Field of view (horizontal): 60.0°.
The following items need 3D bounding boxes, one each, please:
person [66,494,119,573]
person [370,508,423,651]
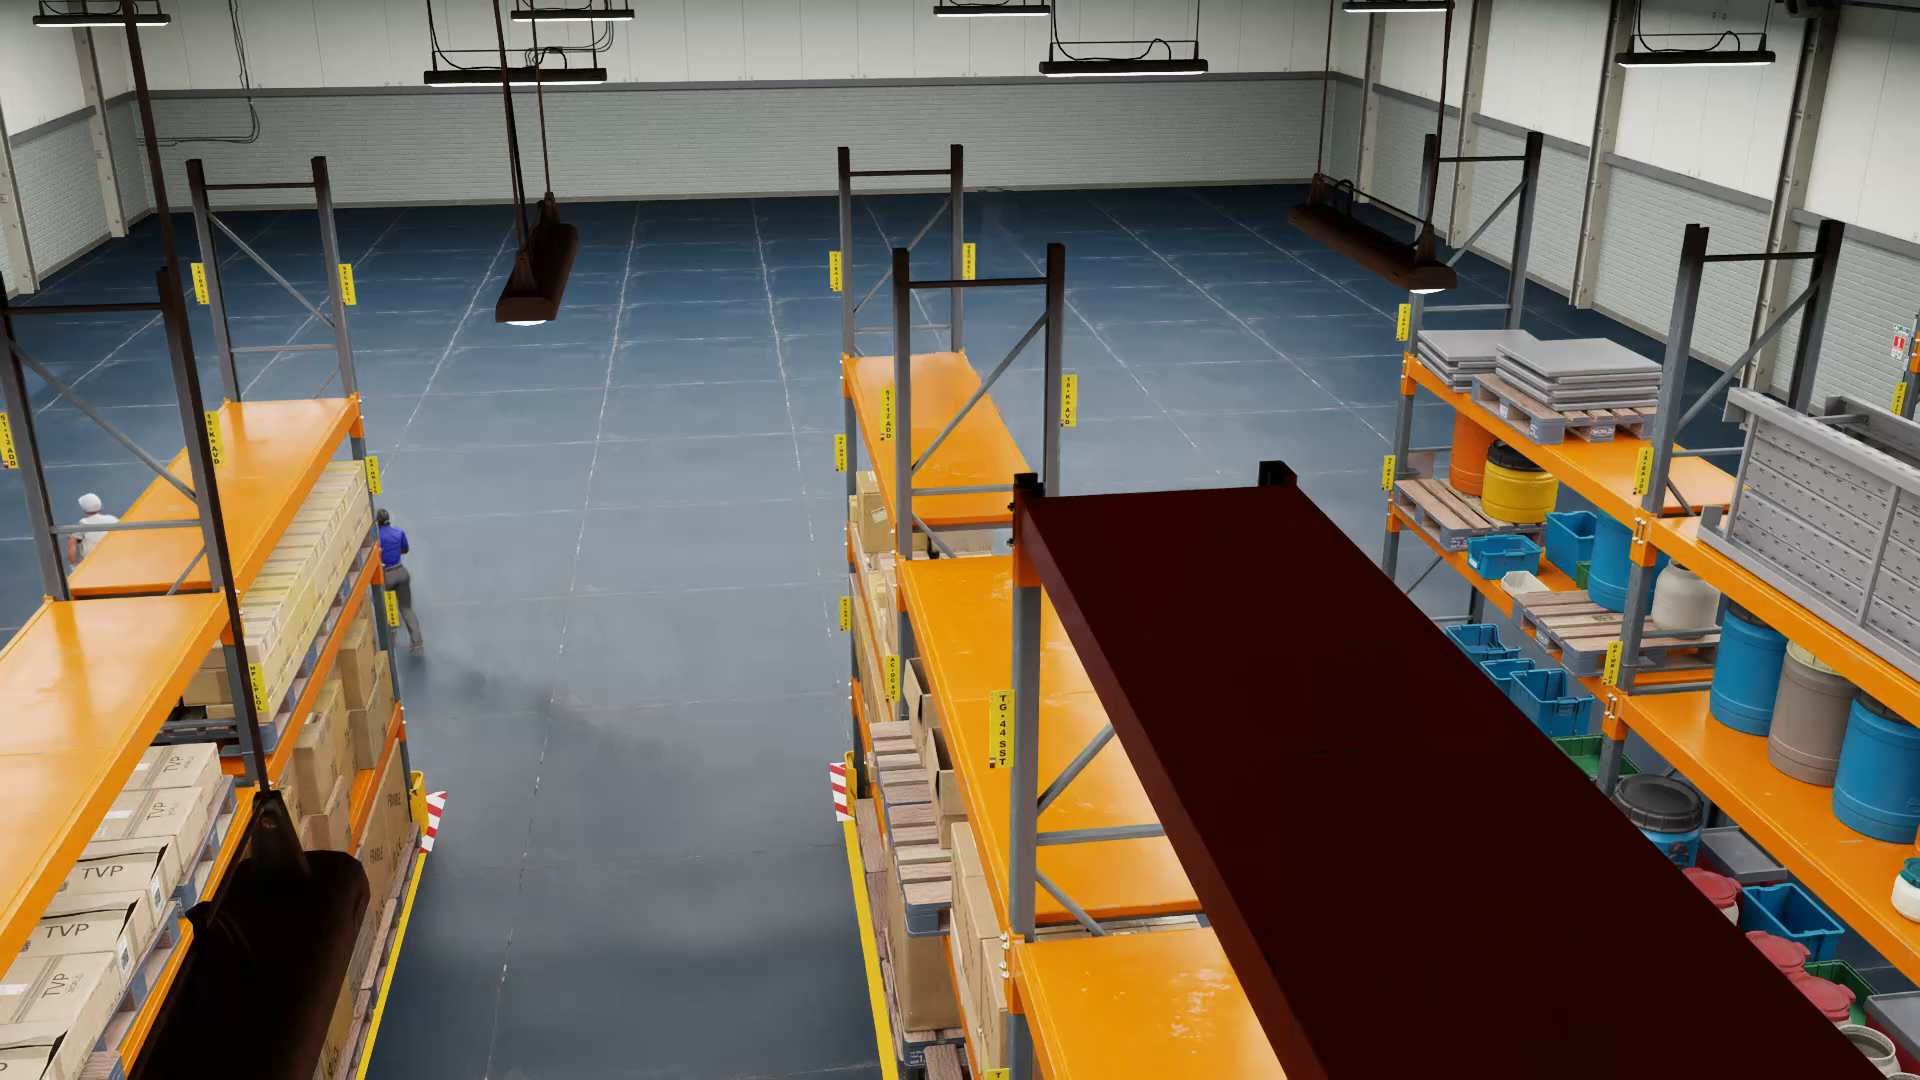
[{"bbox_3d":[-9.572,0.314,18.483,0.657,1.728,0.707,20,29,40],"label":"person"},{"bbox_3d":[-6.228,0.467,18.253,0.828,1.680,0.599,18,28,37],"label":"person"}]
